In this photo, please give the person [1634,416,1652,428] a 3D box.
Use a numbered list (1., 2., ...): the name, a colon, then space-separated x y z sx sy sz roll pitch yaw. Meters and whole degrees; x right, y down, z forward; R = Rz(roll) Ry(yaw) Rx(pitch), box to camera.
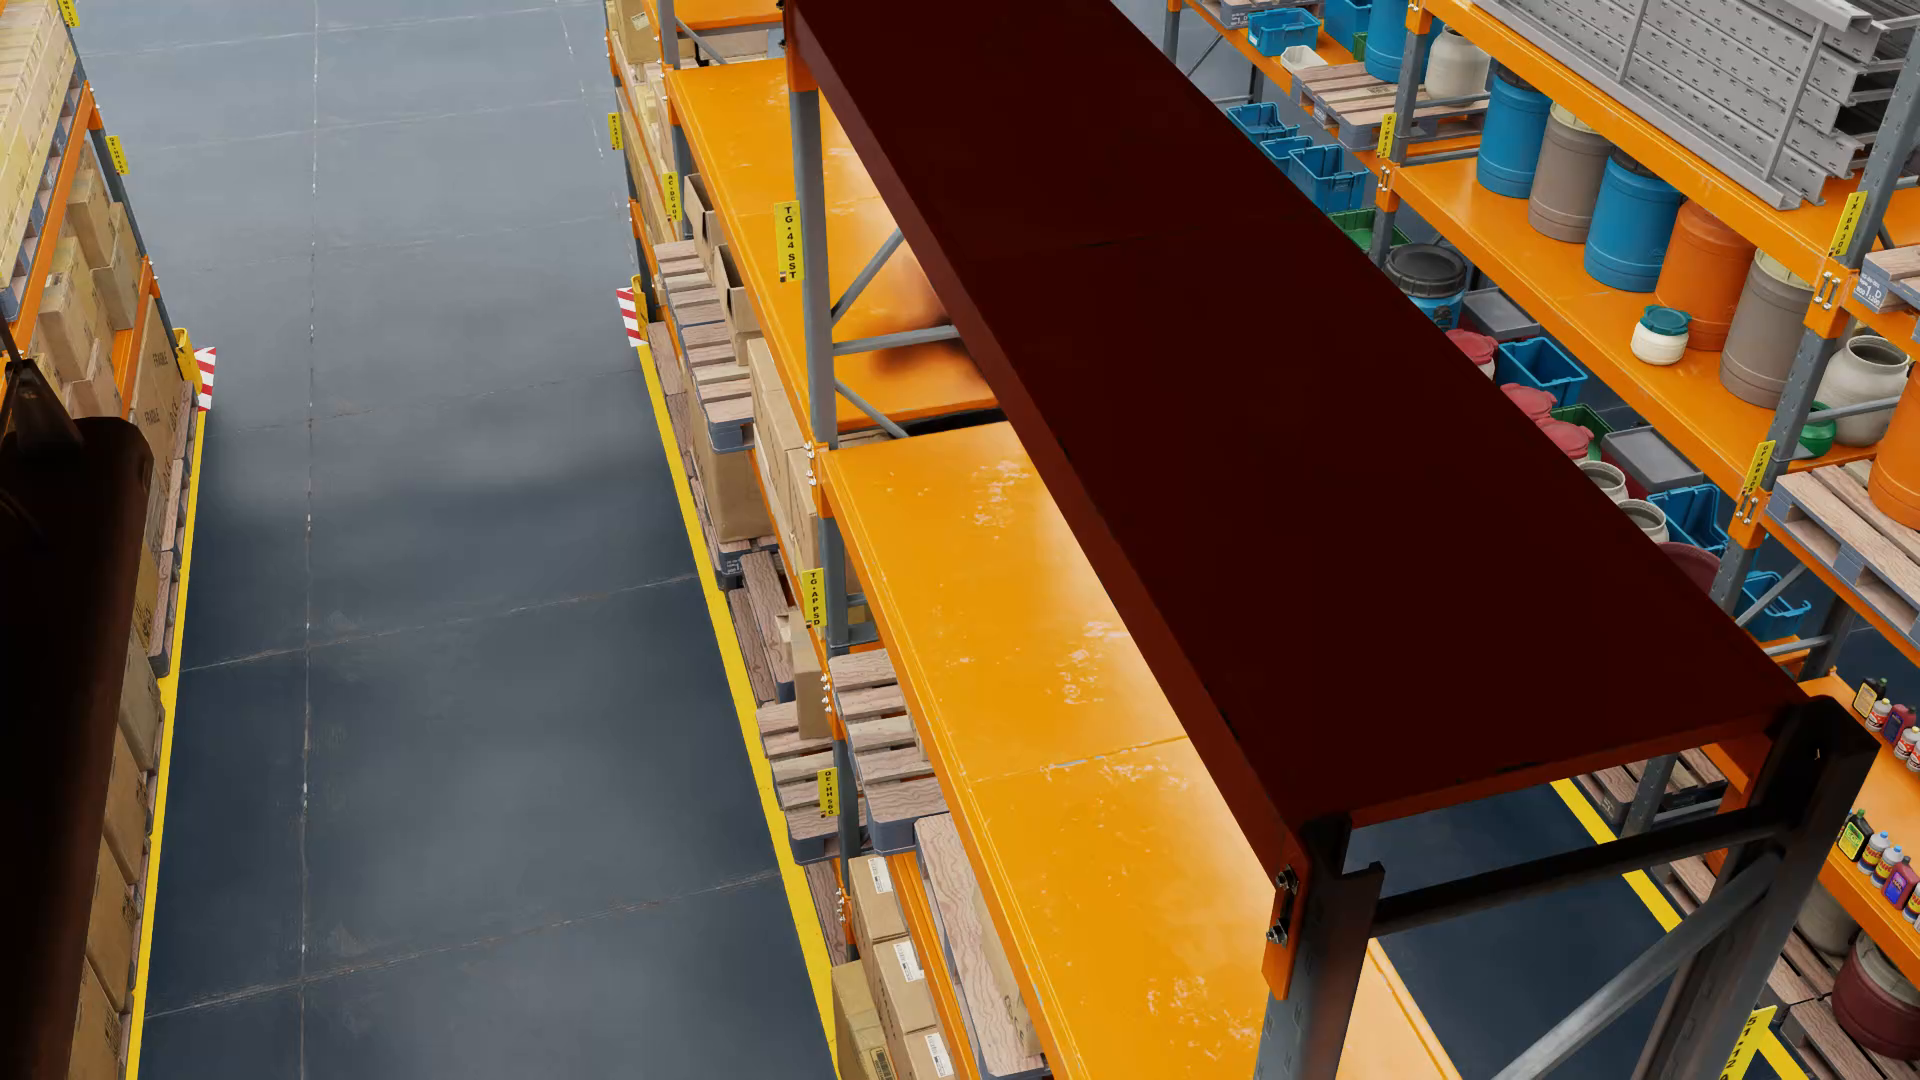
1. person: 5.404 -0.941 12.642 0.570 1.679 0.850 -13 40 -16
